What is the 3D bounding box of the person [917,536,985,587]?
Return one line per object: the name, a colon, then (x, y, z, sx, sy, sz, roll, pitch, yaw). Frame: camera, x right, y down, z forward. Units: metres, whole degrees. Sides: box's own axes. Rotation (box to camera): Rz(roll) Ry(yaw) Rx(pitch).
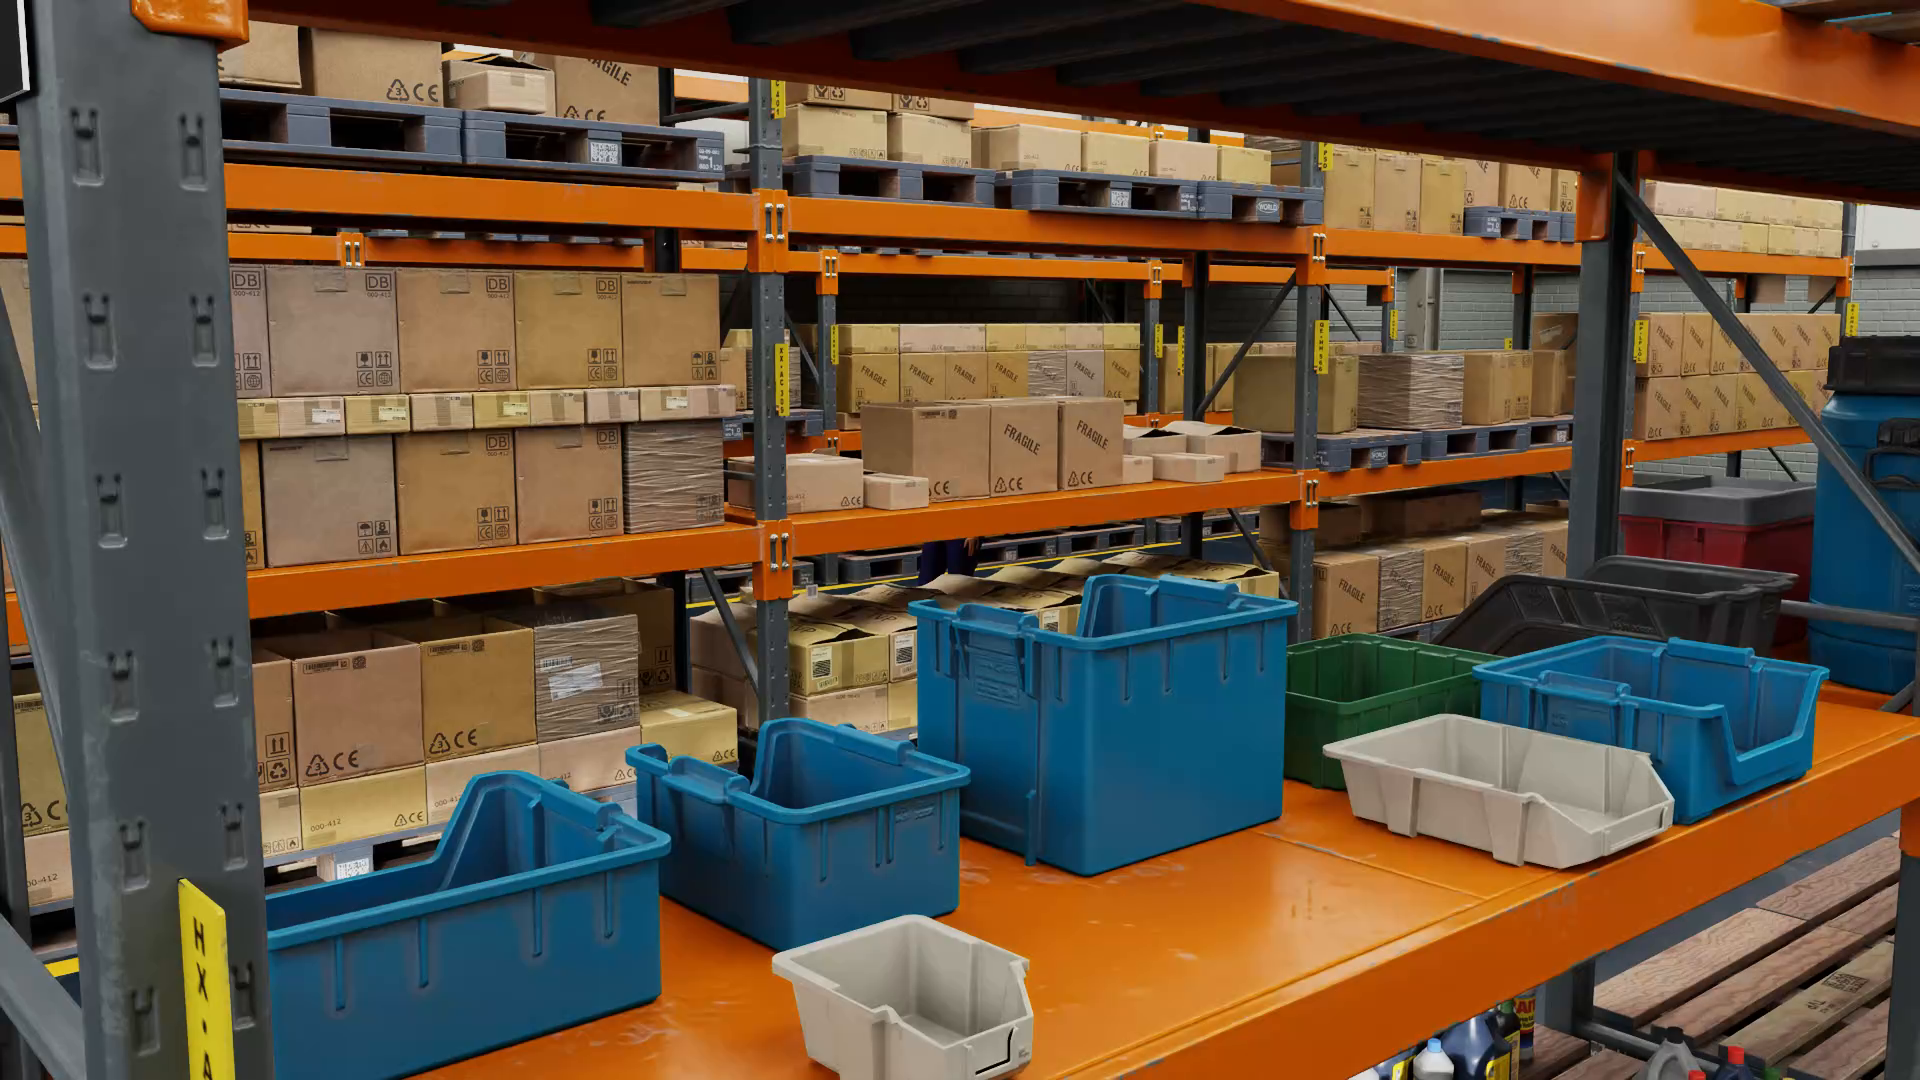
person: (-0.140, 0.261, 11.167, 0.500, 1.028, 0.525, -7, 10, -41)
